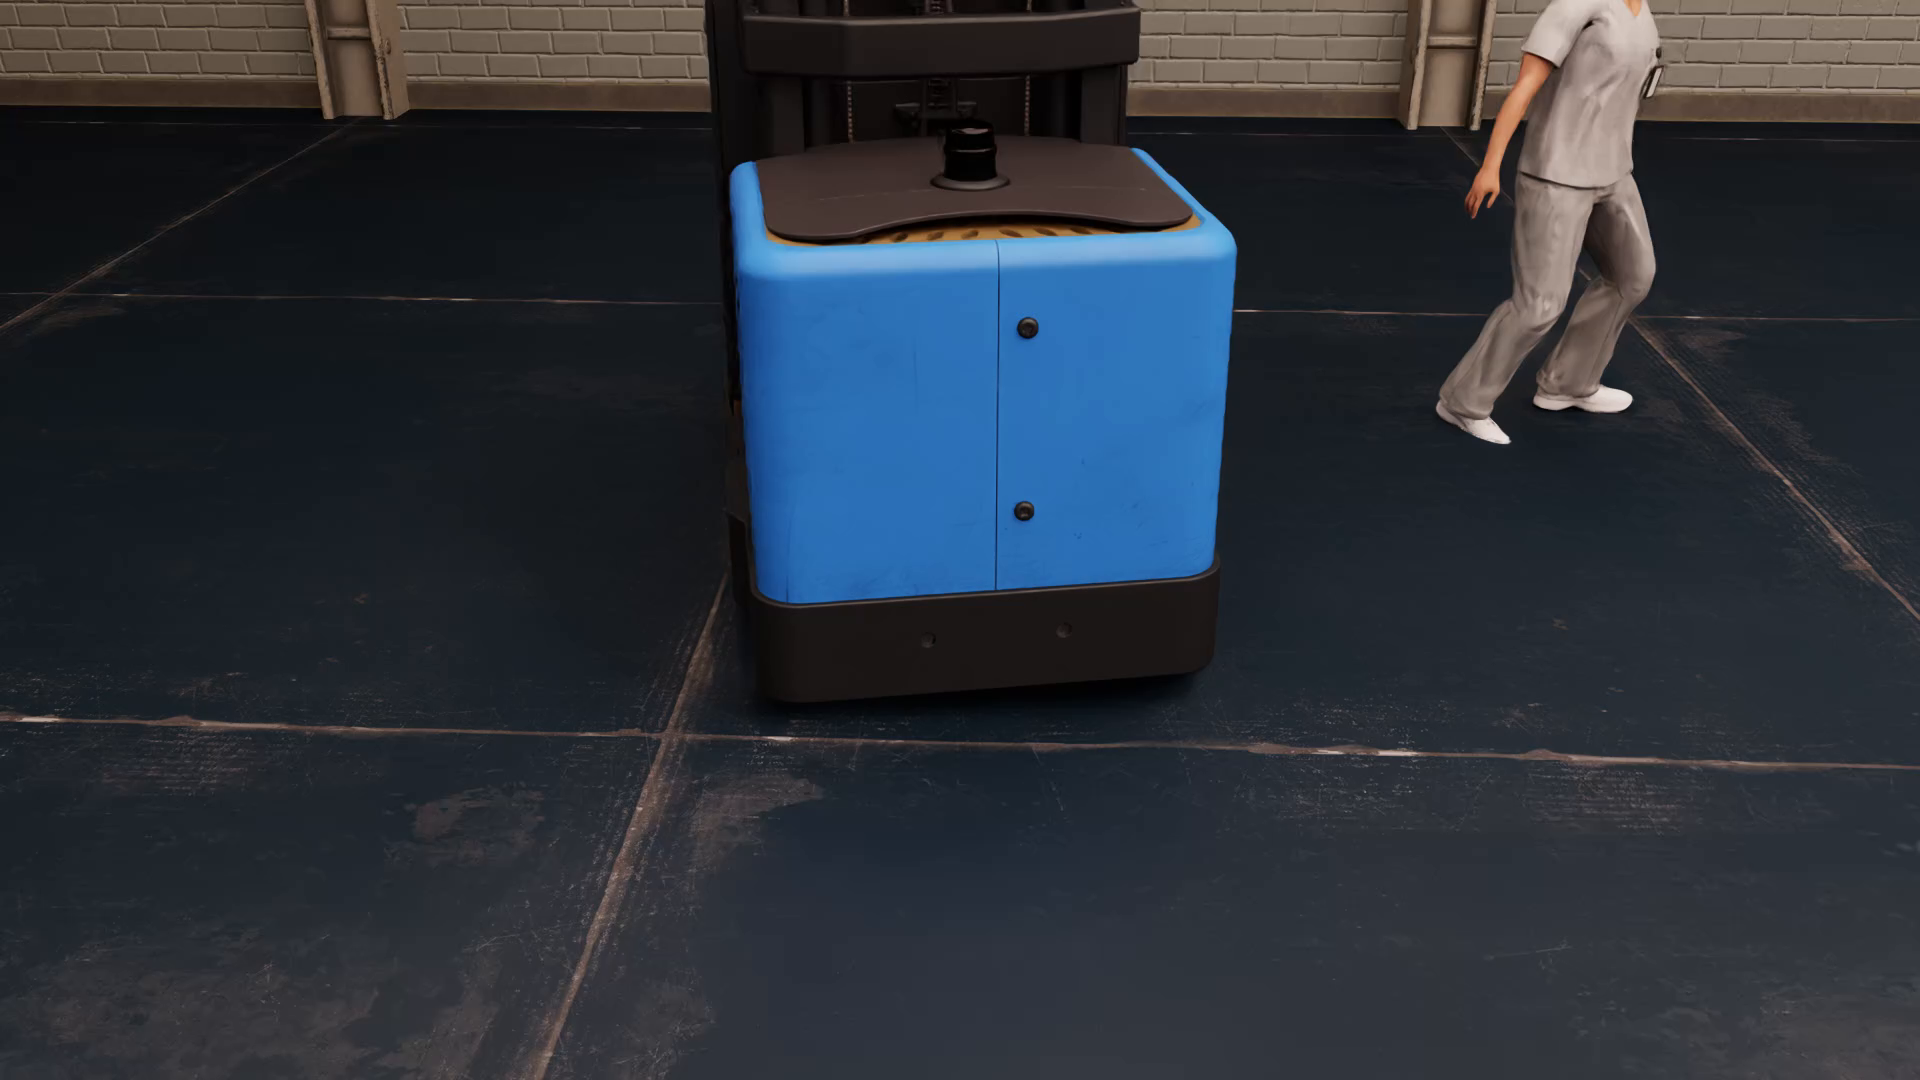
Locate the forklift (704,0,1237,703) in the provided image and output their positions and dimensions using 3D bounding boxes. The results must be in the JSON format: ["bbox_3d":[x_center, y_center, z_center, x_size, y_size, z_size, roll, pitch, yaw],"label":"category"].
[{"bbox_3d":[-0.142,-1.583,4.417,1.130,2.935,3.031,-4,26,-8],"label":"forklift"}]

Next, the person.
[{"bbox_3d":[1.774,-1.075,4.918,0.782,1.647,0.444,-19,32,-34],"label":"person"}]
